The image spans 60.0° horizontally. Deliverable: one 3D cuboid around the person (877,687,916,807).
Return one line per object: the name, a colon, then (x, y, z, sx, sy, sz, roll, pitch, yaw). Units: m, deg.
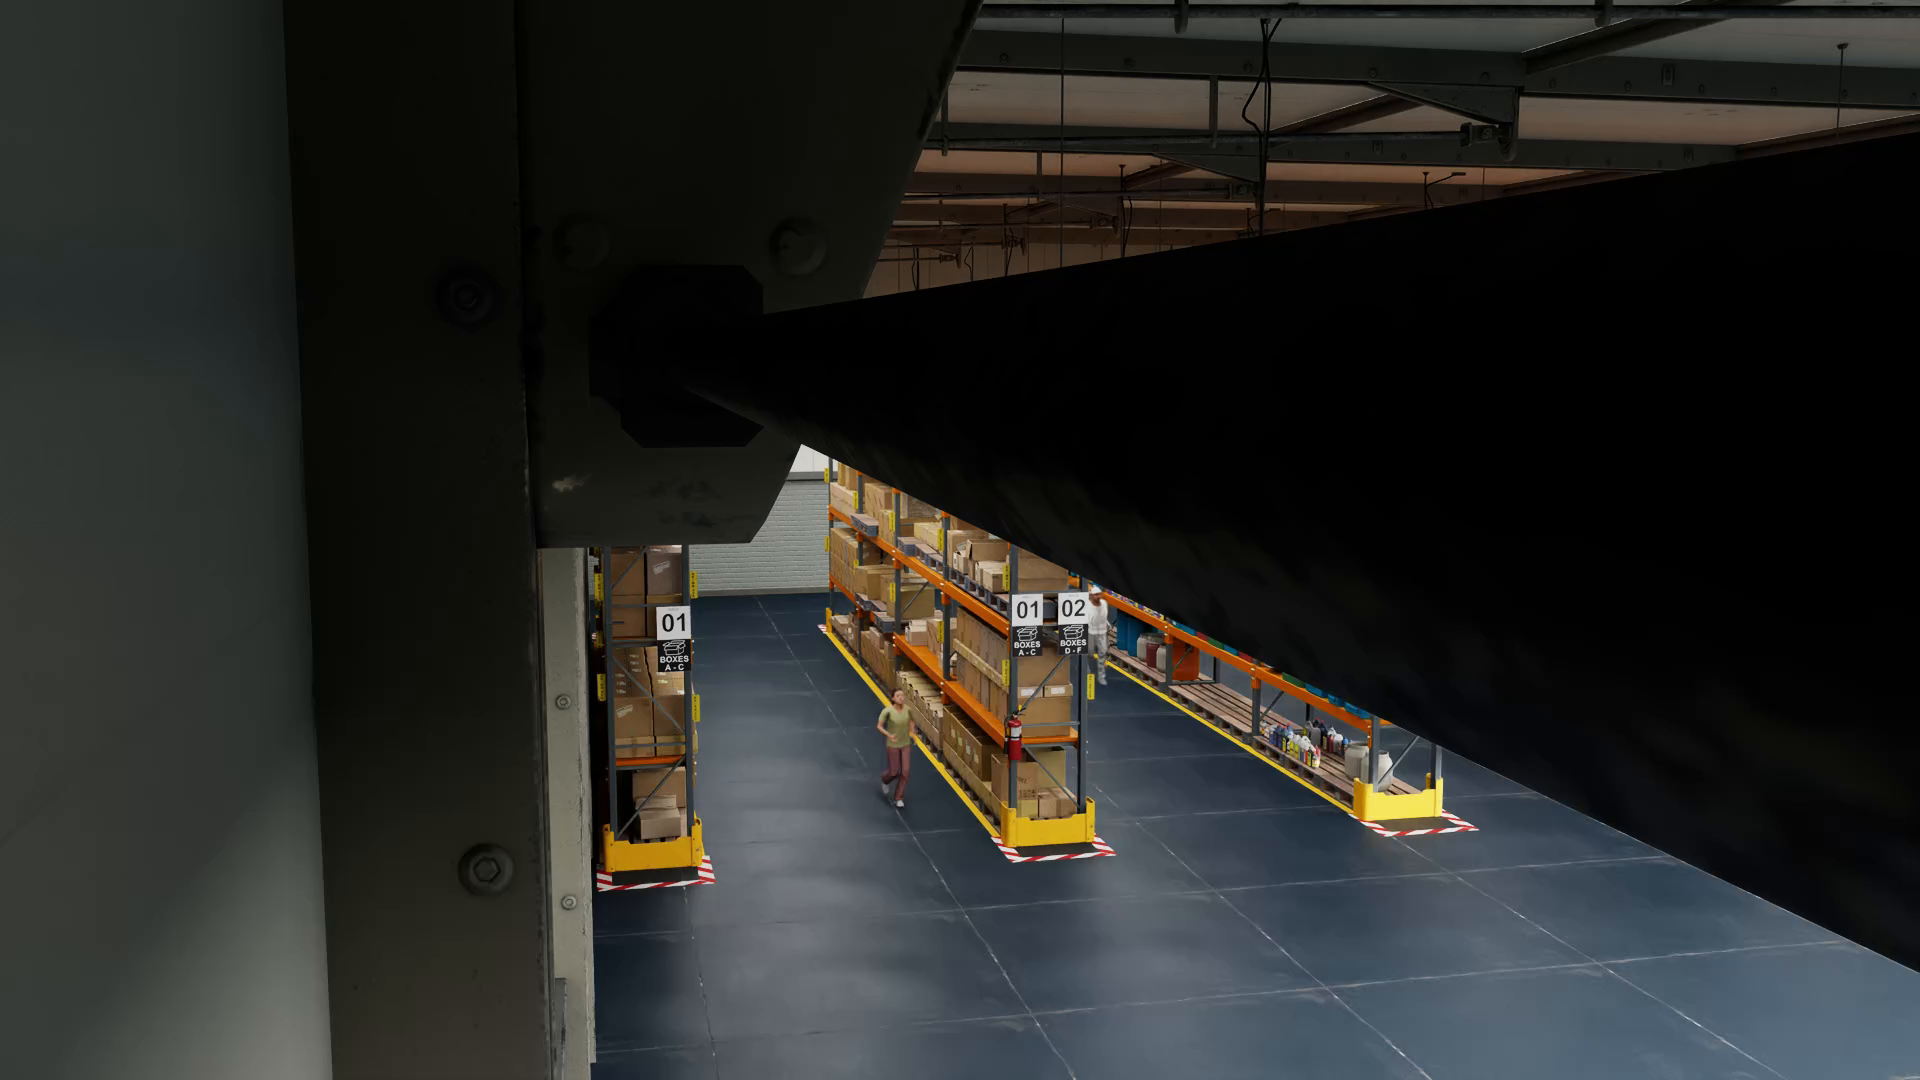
person: (-0.866, 2.820, 22.859, 0.573, 1.613, 0.619, -3, 7, -23)

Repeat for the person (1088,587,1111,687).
person: (2.519, 1.762, 31.065, 0.683, 1.807, 0.985, -2, 7, -15)
